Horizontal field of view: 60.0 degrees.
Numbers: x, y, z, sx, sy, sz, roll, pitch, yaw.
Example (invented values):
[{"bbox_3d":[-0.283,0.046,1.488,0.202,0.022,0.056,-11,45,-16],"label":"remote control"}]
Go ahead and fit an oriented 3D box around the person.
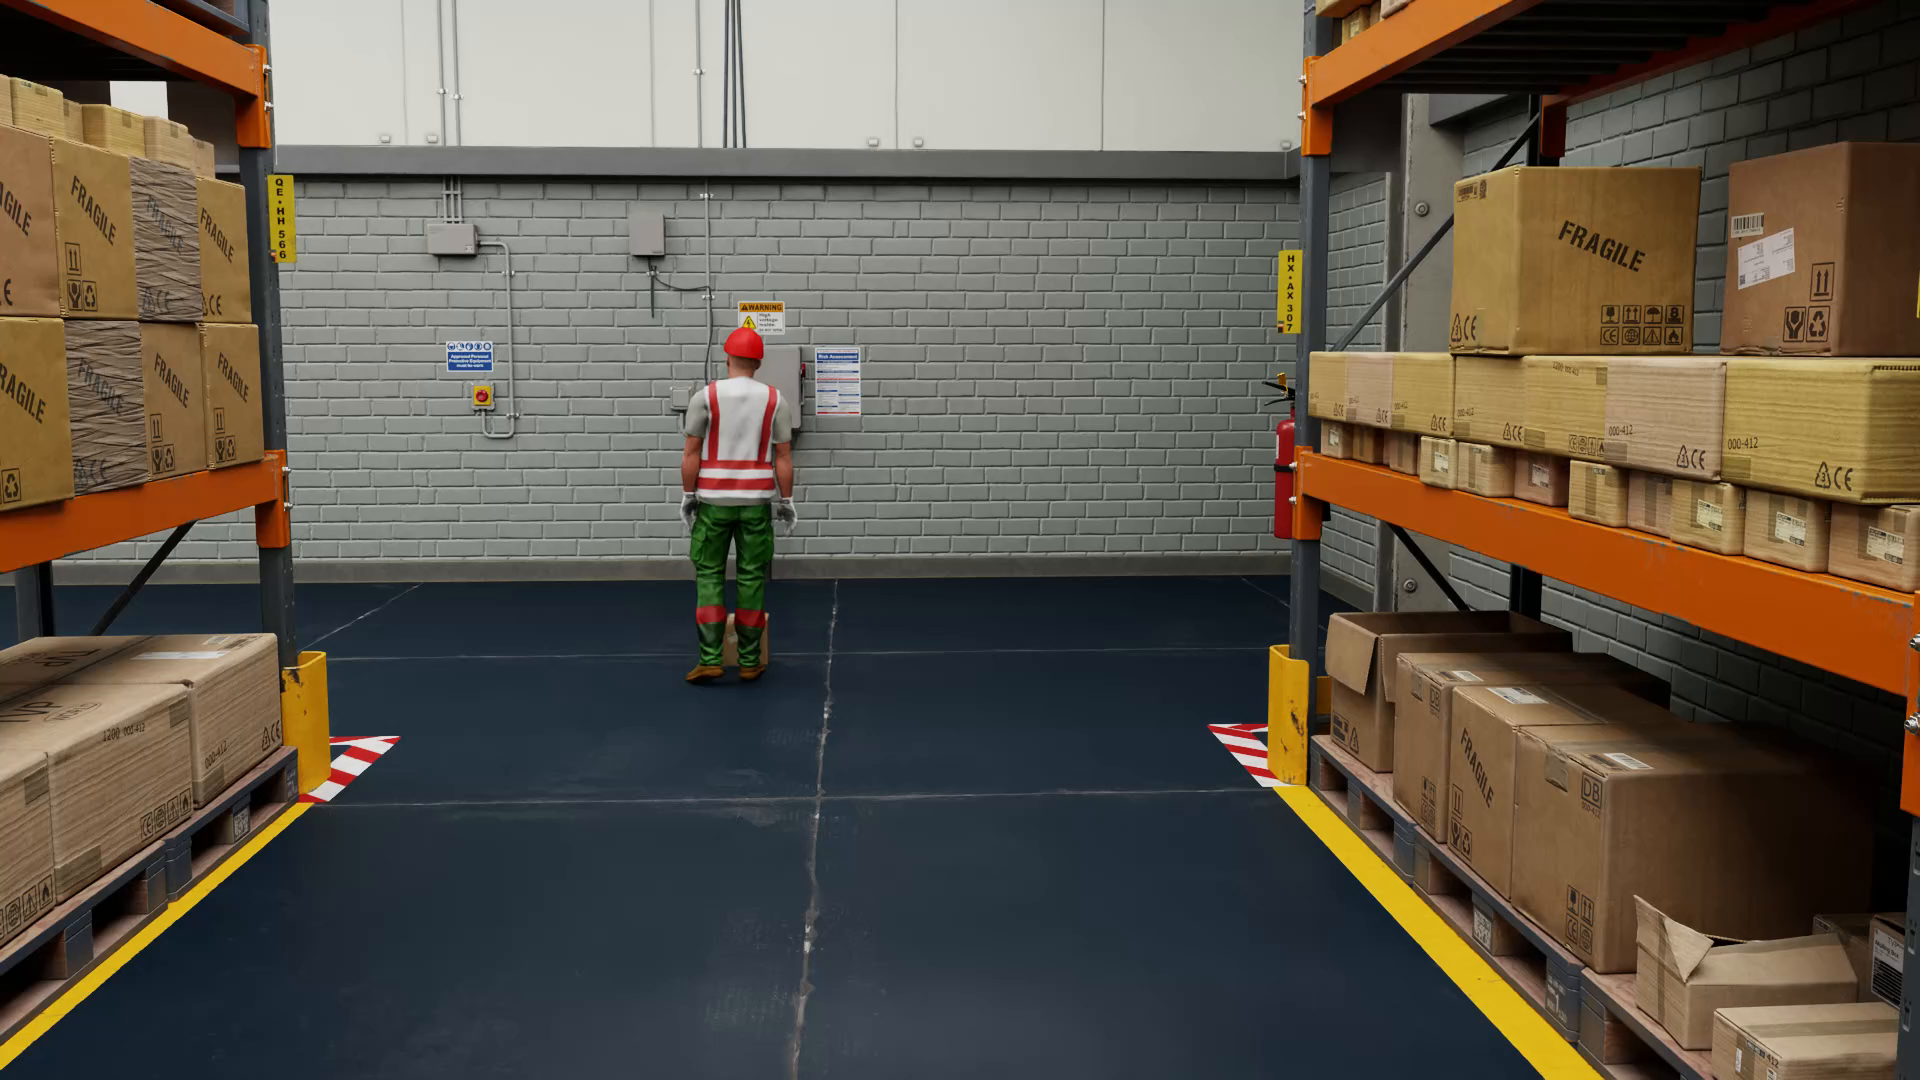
[{"bbox_3d":[-1.129,-0.174,8.491,0.595,1.821,0.380,-1,7,-12],"label":"person"}]
